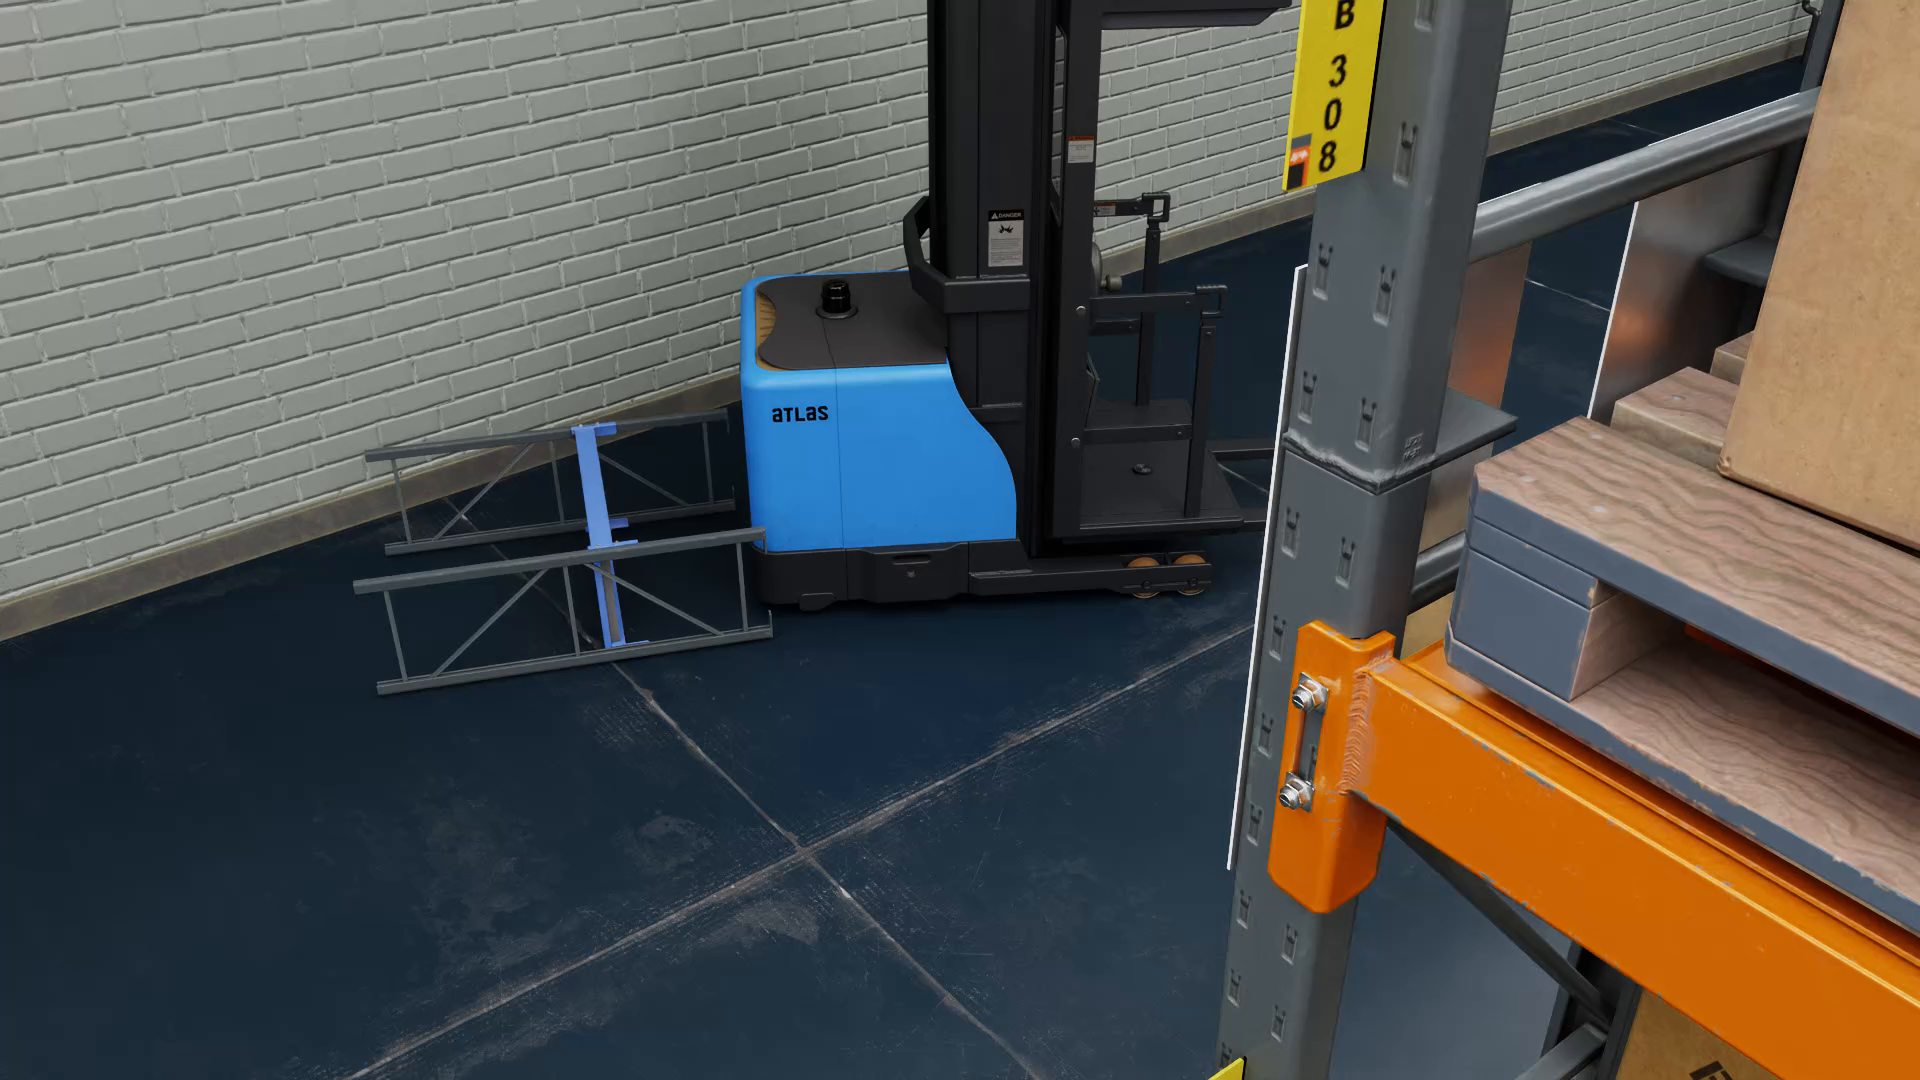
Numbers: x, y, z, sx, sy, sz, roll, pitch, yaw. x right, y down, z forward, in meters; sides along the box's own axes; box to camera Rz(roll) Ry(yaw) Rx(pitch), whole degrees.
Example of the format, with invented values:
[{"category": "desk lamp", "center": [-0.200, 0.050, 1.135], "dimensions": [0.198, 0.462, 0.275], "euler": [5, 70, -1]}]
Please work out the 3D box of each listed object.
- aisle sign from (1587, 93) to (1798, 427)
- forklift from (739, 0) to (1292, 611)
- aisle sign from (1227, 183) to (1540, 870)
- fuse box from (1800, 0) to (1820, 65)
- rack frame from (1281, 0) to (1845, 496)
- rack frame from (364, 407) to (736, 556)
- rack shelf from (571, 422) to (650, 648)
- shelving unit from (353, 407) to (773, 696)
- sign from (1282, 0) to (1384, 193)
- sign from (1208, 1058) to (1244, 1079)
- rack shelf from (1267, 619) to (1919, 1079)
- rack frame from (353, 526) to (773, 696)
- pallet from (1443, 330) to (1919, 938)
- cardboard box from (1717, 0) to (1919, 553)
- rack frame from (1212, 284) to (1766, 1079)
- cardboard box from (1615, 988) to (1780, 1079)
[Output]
[{"category": "aisle sign", "center": [0.958, -0.188, 2.246], "dimensions": [0.394, 0.787, 0.004], "euler": [-22, 38, -31]}, {"category": "forklift", "center": [0.619, -1.281, 6.534], "dimensions": [3.031, 2.935, 1.130], "euler": [-3, 32, -5]}, {"category": "aisle sign", "center": [0.484, 0.006, 1.934], "dimensions": [0.394, 0.787, 0.004], "euler": [-22, 38, -31]}, {"category": "fuse box", "center": [6.866, -4.577, 12.998], "dimensions": [0.539, 1.711, 0.414], "euler": [-22, 38, -31]}, {"category": "rack frame", "center": [0.766, -1.505, 1.145], "dimensions": [1.000, 3.000, 0.127], "euler": [-22, 38, -31]}, {"category": "rack frame", "center": [-1.729, -0.252, 7.146], "dimensions": [1.500, 0.500, 0.032], "euler": [-8, 33, -12]}, {"category": "rack shelf", "center": [-1.426, -0.017, 6.767], "dimensions": [0.185, 0.538, 1.000], "euler": [-8, 33, -12]}, {"category": "shelving unit", "center": [-1.600, 0.007, 6.728], "dimensions": [1.500, 0.538, 1.048], "euler": [-8, 33, -12]}, {"category": "sign", "center": [0.323, -0.459, 1.400], "dimensions": [0.100, 0.325, 0.005], "euler": [-22, 38, -31]}, {"category": "sign", "center": [0.323, 0.819, 2.193], "dimensions": [0.100, 0.325, 0.005], "euler": [-22, 38, -31]}, {"category": "rack shelf", "center": [1.992, 0.908, 0.784], "dimensions": [1.077, 0.370, 4.000], "euler": [-22, 38, -31]}, {"category": "rack frame", "center": [-1.470, 0.266, 6.311], "dimensions": [1.500, 0.500, 0.032], "euler": [-8, 33, -12]}, {"category": "pallet", "center": [1.229, 0.112, 1.467], "dimensions": [1.003, 0.211, 1.213], "euler": [-22, 38, -31]}, {"category": "cardboard box", "center": [1.127, -0.295, 1.452], "dimensions": [0.700, 0.500, 0.500], "euler": [-25, 40, -34]}, {"category": "rack frame", "center": [0.766, 1.043, 2.728], "dimensions": [1.000, 3.000, 0.127], "euler": [-22, 38, -31]}, {"category": "cardboard box", "center": [1.272, 0.780, 2.301], "dimensions": [0.500, 0.500, 0.500], "euler": [-22, 38, -31]}]
